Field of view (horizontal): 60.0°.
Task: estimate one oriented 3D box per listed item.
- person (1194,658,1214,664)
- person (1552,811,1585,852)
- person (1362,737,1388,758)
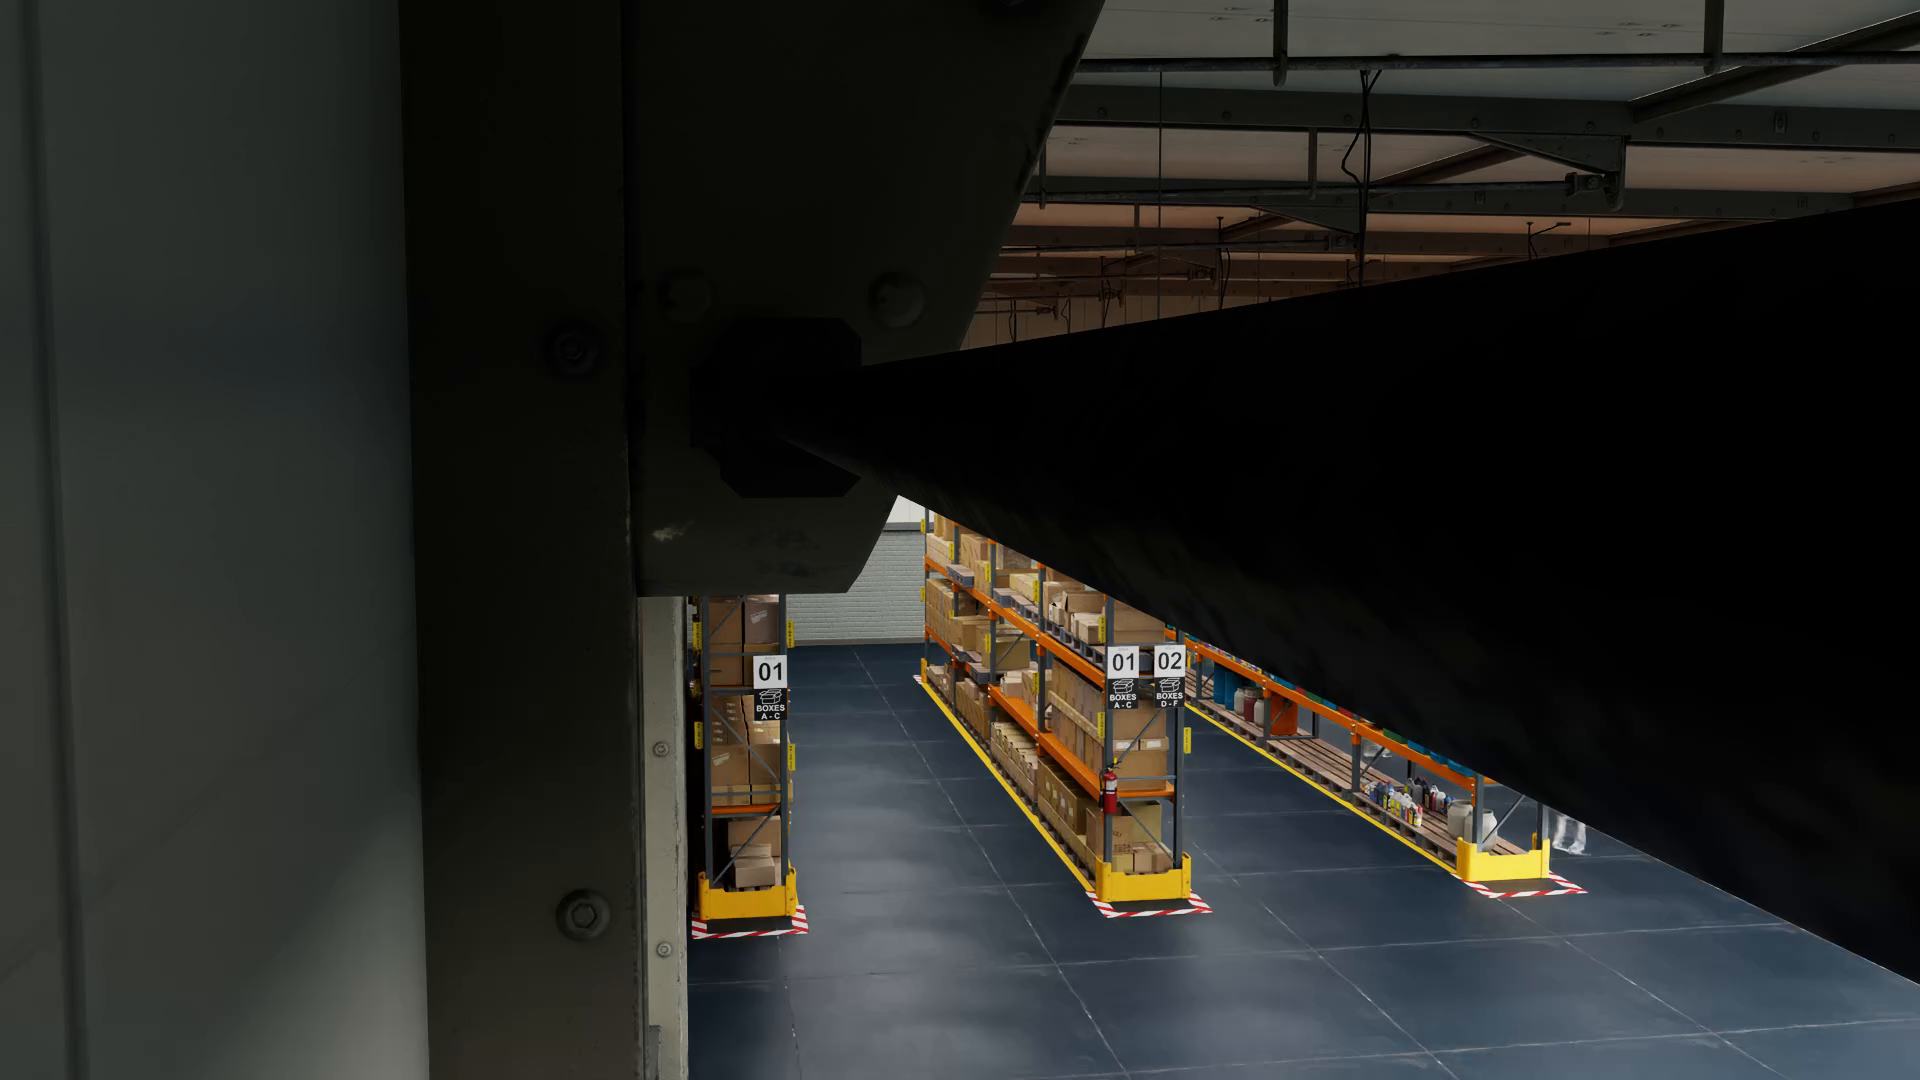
[{"bbox_3d":[5.755,2.127,38.444,0.638,1.626,1.011,-2,5,-18],"label":"person"},{"bbox_3d":[8.439,3.500,23.053,0.459,1.601,0.380,5,7,43],"label":"person"},{"bbox_3d":[7.269,2.960,28.950,0.498,1.676,0.441,1,5,13],"label":"person"}]
